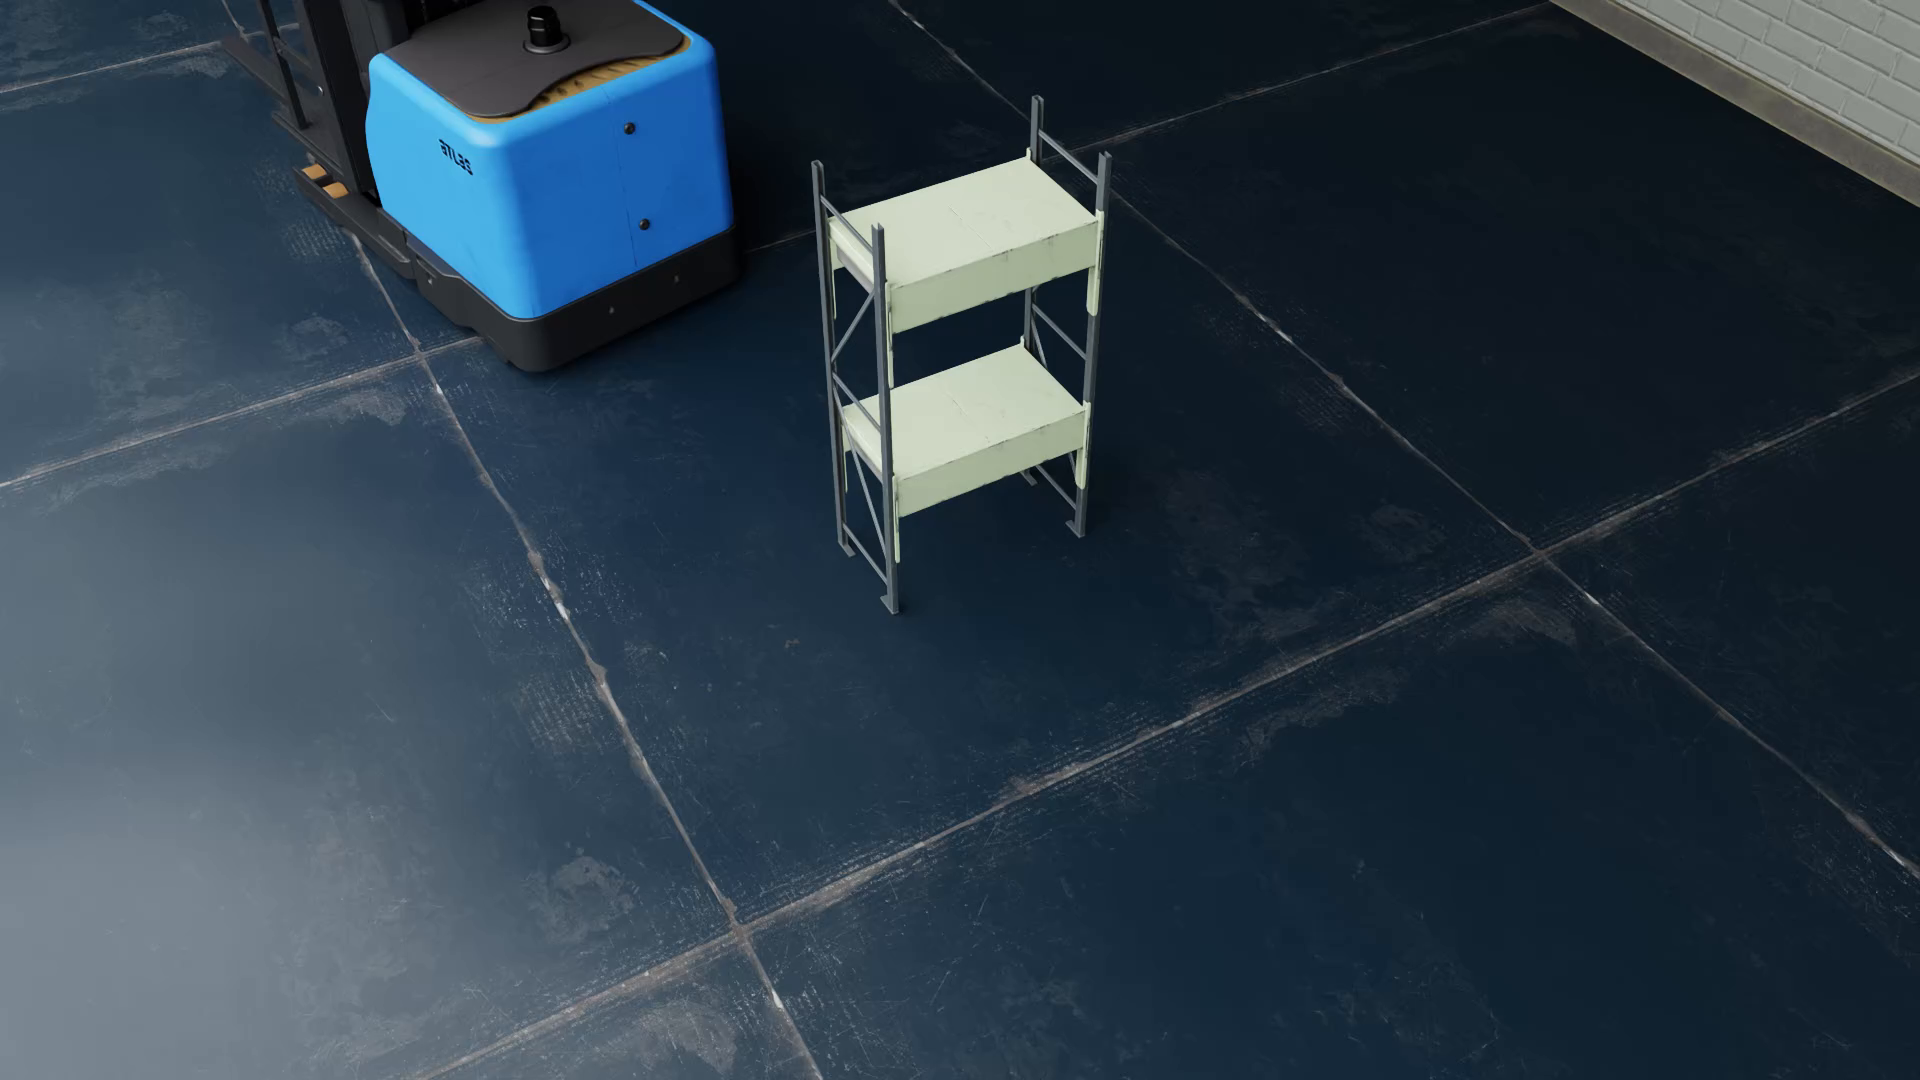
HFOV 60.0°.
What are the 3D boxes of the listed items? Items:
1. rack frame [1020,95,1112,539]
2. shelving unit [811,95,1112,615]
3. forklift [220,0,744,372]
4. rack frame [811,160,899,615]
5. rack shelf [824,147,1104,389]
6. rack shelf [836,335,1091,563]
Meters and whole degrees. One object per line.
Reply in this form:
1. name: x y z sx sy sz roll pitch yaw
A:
1. rack frame: 0.323 -0.668 5.361 0.023 1.500 0.400 -22 48 -21
2. shelving unit: 0.006 -0.541 5.230 0.755 1.500 0.431 -22 48 -21
3. forklift: -2.241 -2.632 6.357 1.130 2.935 3.031 -32 53 -29
4. rack frame: -0.312 -0.414 5.099 0.023 1.500 0.400 -22 48 -21
5. rack shelf: 0.006 -0.821 4.958 0.720 0.370 0.431 -22 48 -21
6. rack shelf: 0.006 -0.307 5.457 0.720 0.370 0.431 -22 48 -21
